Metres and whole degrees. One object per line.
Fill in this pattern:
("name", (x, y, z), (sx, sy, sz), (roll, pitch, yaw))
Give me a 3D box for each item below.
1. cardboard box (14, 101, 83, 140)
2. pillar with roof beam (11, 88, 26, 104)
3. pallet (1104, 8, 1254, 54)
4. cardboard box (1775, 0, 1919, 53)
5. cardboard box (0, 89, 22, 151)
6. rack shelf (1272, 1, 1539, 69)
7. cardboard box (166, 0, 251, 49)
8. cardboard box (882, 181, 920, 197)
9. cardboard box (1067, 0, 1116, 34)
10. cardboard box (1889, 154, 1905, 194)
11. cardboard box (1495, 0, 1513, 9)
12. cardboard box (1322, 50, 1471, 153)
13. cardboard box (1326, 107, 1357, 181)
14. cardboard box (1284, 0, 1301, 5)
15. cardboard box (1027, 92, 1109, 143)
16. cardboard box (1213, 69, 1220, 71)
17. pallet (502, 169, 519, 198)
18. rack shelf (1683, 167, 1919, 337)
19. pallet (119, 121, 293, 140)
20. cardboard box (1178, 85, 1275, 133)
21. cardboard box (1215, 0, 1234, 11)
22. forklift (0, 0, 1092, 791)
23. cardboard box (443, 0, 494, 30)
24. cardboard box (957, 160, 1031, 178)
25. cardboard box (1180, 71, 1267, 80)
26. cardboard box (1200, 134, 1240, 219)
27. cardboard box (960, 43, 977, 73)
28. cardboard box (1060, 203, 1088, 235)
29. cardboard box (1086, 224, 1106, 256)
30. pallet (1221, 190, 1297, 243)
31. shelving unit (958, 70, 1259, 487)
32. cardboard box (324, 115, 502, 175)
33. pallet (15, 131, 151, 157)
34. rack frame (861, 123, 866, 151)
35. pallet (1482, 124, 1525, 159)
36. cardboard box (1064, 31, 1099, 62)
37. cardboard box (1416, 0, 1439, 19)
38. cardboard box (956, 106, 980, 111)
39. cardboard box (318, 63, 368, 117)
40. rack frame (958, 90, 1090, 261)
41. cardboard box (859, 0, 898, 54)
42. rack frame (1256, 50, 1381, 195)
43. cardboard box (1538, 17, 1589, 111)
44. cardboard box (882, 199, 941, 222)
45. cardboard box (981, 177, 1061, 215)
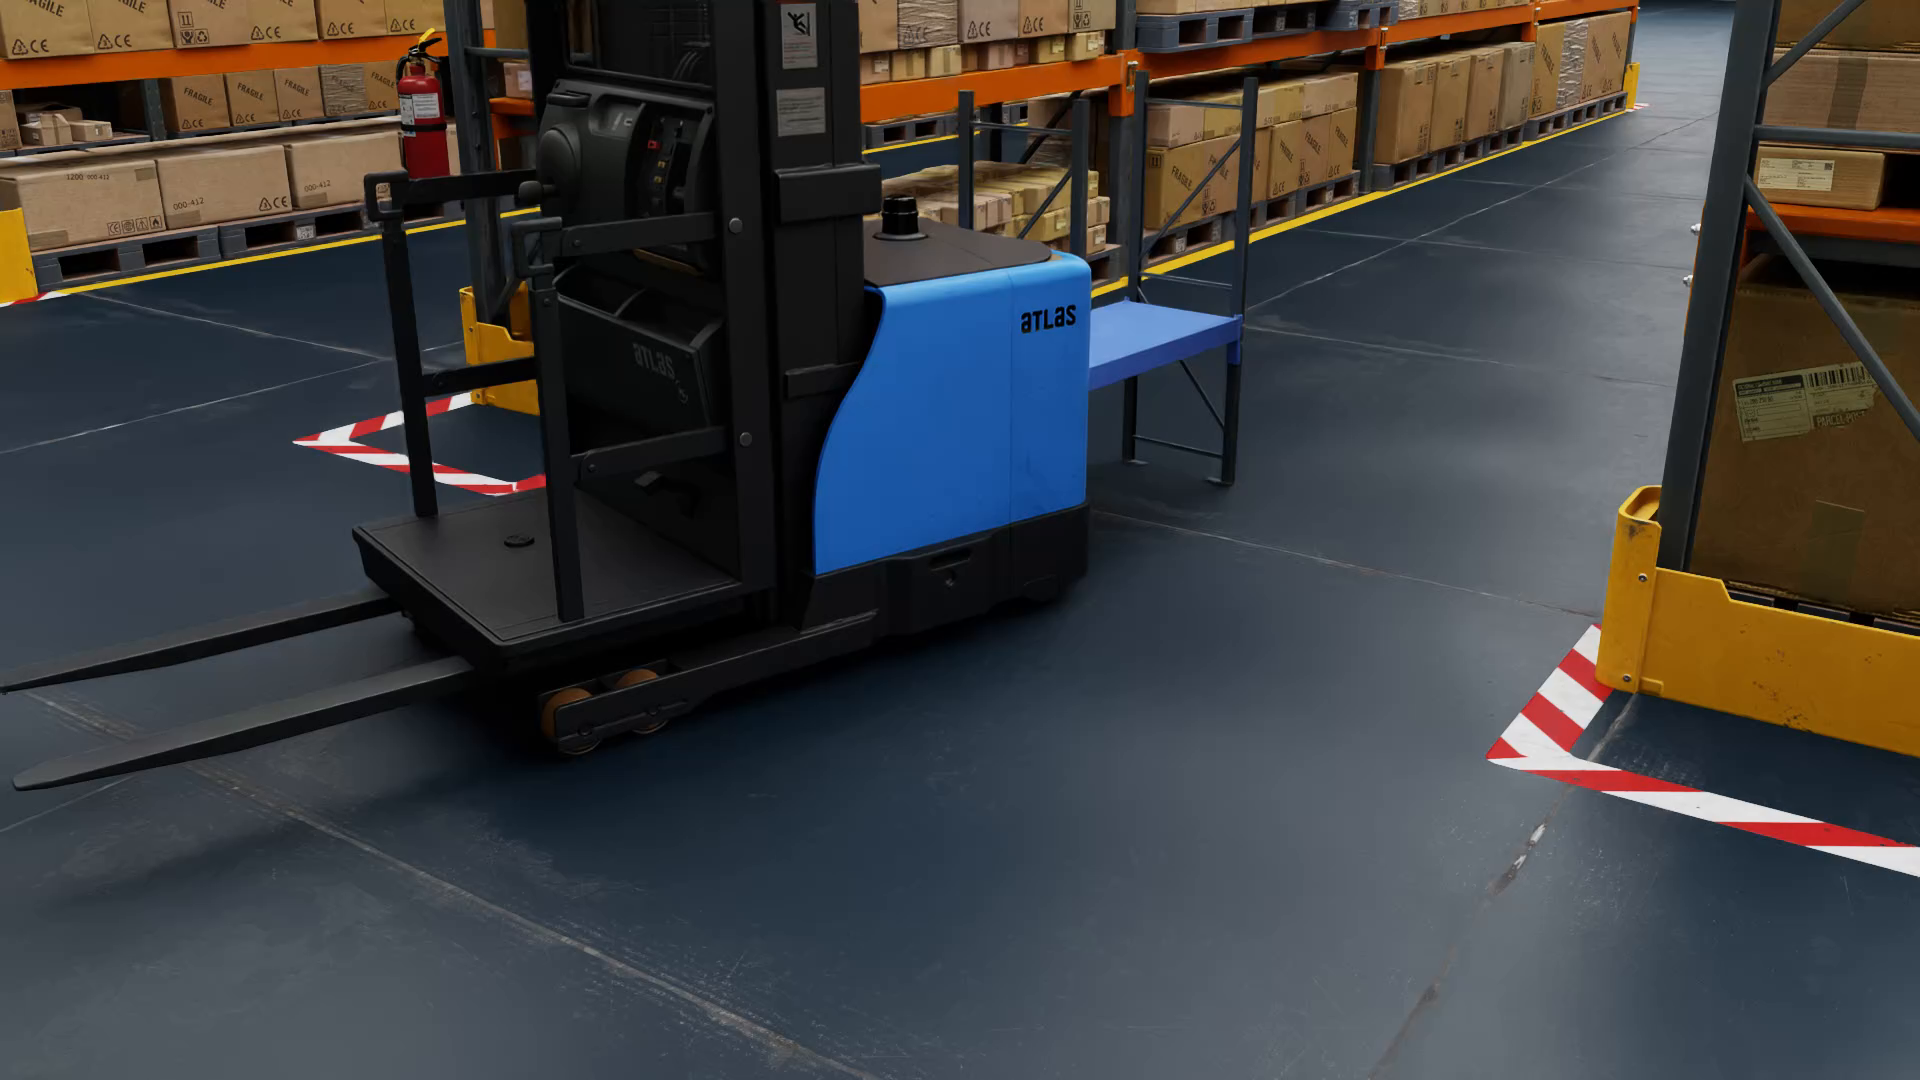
("cardboard box", (-8.258, -3.786, 14.948), (0.500, 0.311, 0.500), (14, 25, 34))
("pillar with roof beam", (-5.267, -6.944, 11.567), (9.100, 9.000, 0.400), (13, 24, 32))
("pallet", (1.117, -3.192, 10.346), (1.003, 0.211, 1.213), (13, 24, 32))
("cardboard box", (2.420, -1.559, 4.362), (0.500, 0.500, 0.500), (14, 24, 32))
("cardboard box", (-8.421, -3.564, 14.073), (0.700, 0.500, 0.500), (12, 24, 30))
("rack shelf", (3.940, -4.475, 14.576), (1.077, 0.370, 4.000), (13, 24, 32))
("cardboard box", (-4.763, -3.301, 10.221), (0.500, 0.500, 0.500), (13, 24, 32))
("cardboard box", (-0.442, -1.885, 9.184), (0.380, 0.149, 0.250), (14, 24, 33))
("cardboard box", (0.529, -3.083, 9.204), (0.500, 0.500, 0.500), (13, 24, 32))
("cardboard box", (2.436, -1.070, 4.697), (0.380, 0.149, 0.250), (14, 24, 32))
("cardboard box", (4.708, -5.086, 15.047), (0.500, 0.500, 0.500), (13, 24, 31))
("cardboard box", (3.721, -3.789, 14.322), (1.050, 0.750, 0.750), (14, 24, 33))
("cardboard box", (2.662, -3.023, 12.612), (0.500, 0.500, 0.500), (13, 24, 32))
("cardboard box", (2.043, -3.641, 11.040), (0.380, 0.149, 0.250), (12, 23, 29))
("cardboard box", (0.776, -2.730, 10.739), (0.500, 0.250, 0.500), (13, 24, 30))
("cardboard box", (2.641, -5.193, 19.081), (0.500, 0.500, 0.500), (-6, 21, -15))
("pallet", (-3.212, -2.955, 13.450), (1.003, 0.211, 1.213), (13, 24, 32))
("rack shelf", (3.488, -1.183, 5.677), (1.077, 0.370, 4.000), (13, 24, 32))
("pallet", (-7.265, -3.927, 16.077), (1.003, 0.211, 1.213), (13, 24, 32))
("cardboard box", (1.788, -2.926, 11.269), (0.500, 0.250, 0.500), (14, 25, 34))
("cardboard box", (1.463, -3.345, 10.241), (0.380, 0.149, 0.250), (13, 24, 32))
("forklift", (-1.069, -1.030, 4.325), (3.031, 2.935, 1.130), (-15, 25, -35))
("cardboard box", (-3.633, -3.891, 11.816), (0.500, 0.500, 0.500), (14, 24, 32))
("cardboard box", (0.202, -2.171, 9.957), (0.380, 0.149, 0.250), (14, 25, 34))
("cardboard box", (1.943, -3.319, 12.330), (0.500, 0.250, 0.500), (13, 24, 31))
("cardboard box", (1.498, -2.428, 11.002), (0.500, 0.500, 0.500), (15, 25, 34))
("cardboard box", (-0.135, -2.470, 8.480), (0.380, 0.149, 0.250), (13, 24, 31))
("cardboard box", (0.511, -1.858, 9.539), (0.380, 0.149, 0.250), (12, 23, 29))
("cardboard box", (0.628, -1.772, 9.735), (0.380, 0.149, 0.250), (14, 24, 32))
("pallet", (1.689, -2.358, 11.836), (1.003, 0.211, 1.213), (13, 24, 32))
("shelving unit", (0.520, -0.830, 5.847), (0.538, 1.500, 1.048), (16, 26, 37))
("cardboard box", (-4.025, -2.863, 12.270), (0.875, 0.438, 0.875), (13, 24, 31))
("pallet", (-8.078, -3.489, 14.894), (1.003, 0.211, 1.213), (13, 24, 32))
("rack frame", (-1.335, -5.175, 15.431), (1.000, 3.000, 0.127), (13, 24, 32))
("pallet", (4.693, -3.842, 15.848), (1.003, 0.211, 1.213), (13, 24, 32))
("cardboard box", (0.545, -2.750, 9.238), (0.380, 0.149, 0.250), (13, 24, 30))
("cardboard box", (3.575, -4.508, 13.484), (0.500, 0.500, 0.500), (13, 24, 31))
("cardboard box", (-0.170, -4.729, 17.409), (0.950, 0.372, 0.625), (14, 25, 34))
("cardboard box", (-6.361, -4.558, 16.762), (0.500, 0.500, 0.500), (12, 24, 30))
("rack frame", (0.196, -0.694, 5.480), (0.500, 1.500, 0.032), (16, 26, 37))
("cardboard box", (-0.635, -2.501, 7.630), (0.500, 0.500, 0.500), (14, 24, 33))
("rack frame", (2.815, -4.238, 12.900), (1.000, 3.000, 0.127), (13, 24, 32))
("cardboard box", (5.979, -5.013, 17.450), (0.875, 0.875, 0.875), (13, 24, 32))
("cardboard box", (-0.321, -1.638, 8.517), (0.380, 0.149, 0.250), (13, 24, 32))
("cardboard box", (0.337, -1.923, 9.286), (0.380, 0.149, 0.250), (13, 24, 31))
